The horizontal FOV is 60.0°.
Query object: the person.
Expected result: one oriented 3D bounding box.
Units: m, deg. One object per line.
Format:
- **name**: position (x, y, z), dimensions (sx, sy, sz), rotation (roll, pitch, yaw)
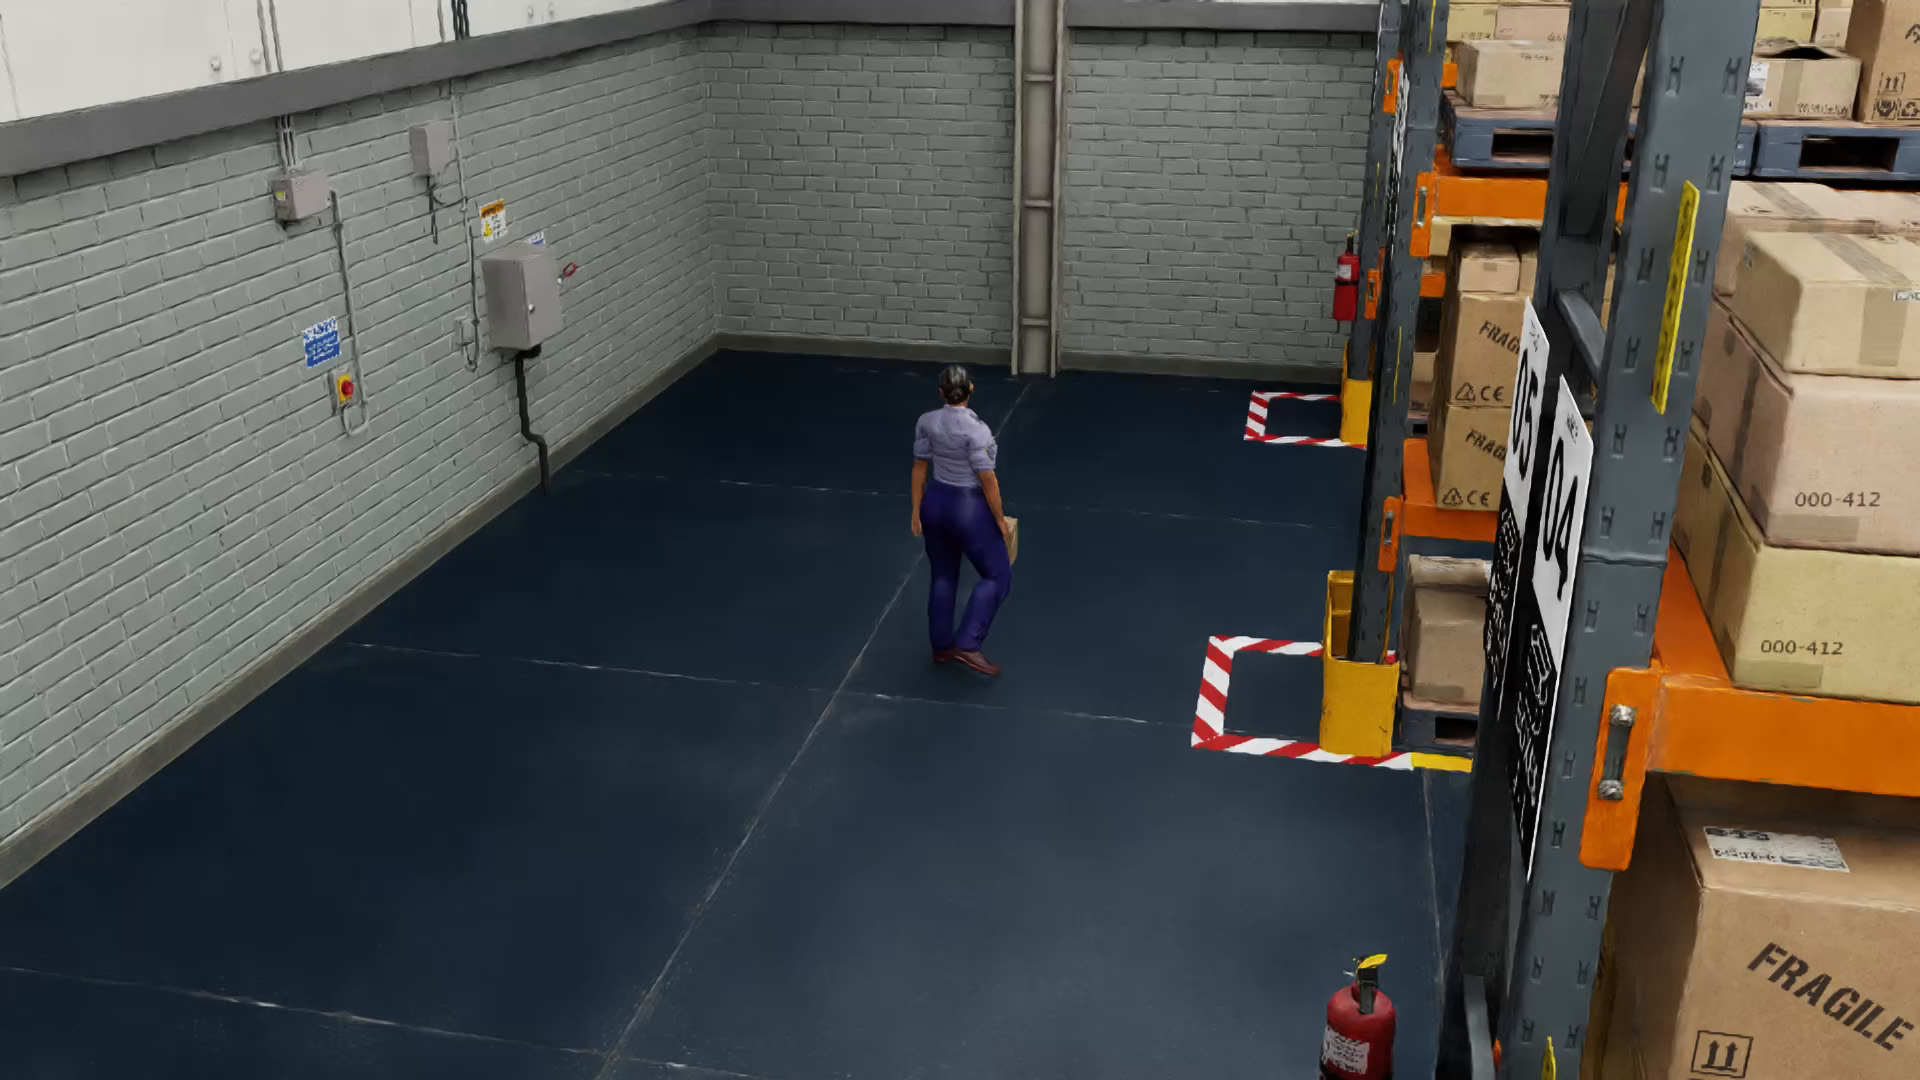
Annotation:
- **person**: position (0.020, -0.105, 8.828), dimensions (0.667, 1.642, 0.457), rotation (16, 27, 35)
